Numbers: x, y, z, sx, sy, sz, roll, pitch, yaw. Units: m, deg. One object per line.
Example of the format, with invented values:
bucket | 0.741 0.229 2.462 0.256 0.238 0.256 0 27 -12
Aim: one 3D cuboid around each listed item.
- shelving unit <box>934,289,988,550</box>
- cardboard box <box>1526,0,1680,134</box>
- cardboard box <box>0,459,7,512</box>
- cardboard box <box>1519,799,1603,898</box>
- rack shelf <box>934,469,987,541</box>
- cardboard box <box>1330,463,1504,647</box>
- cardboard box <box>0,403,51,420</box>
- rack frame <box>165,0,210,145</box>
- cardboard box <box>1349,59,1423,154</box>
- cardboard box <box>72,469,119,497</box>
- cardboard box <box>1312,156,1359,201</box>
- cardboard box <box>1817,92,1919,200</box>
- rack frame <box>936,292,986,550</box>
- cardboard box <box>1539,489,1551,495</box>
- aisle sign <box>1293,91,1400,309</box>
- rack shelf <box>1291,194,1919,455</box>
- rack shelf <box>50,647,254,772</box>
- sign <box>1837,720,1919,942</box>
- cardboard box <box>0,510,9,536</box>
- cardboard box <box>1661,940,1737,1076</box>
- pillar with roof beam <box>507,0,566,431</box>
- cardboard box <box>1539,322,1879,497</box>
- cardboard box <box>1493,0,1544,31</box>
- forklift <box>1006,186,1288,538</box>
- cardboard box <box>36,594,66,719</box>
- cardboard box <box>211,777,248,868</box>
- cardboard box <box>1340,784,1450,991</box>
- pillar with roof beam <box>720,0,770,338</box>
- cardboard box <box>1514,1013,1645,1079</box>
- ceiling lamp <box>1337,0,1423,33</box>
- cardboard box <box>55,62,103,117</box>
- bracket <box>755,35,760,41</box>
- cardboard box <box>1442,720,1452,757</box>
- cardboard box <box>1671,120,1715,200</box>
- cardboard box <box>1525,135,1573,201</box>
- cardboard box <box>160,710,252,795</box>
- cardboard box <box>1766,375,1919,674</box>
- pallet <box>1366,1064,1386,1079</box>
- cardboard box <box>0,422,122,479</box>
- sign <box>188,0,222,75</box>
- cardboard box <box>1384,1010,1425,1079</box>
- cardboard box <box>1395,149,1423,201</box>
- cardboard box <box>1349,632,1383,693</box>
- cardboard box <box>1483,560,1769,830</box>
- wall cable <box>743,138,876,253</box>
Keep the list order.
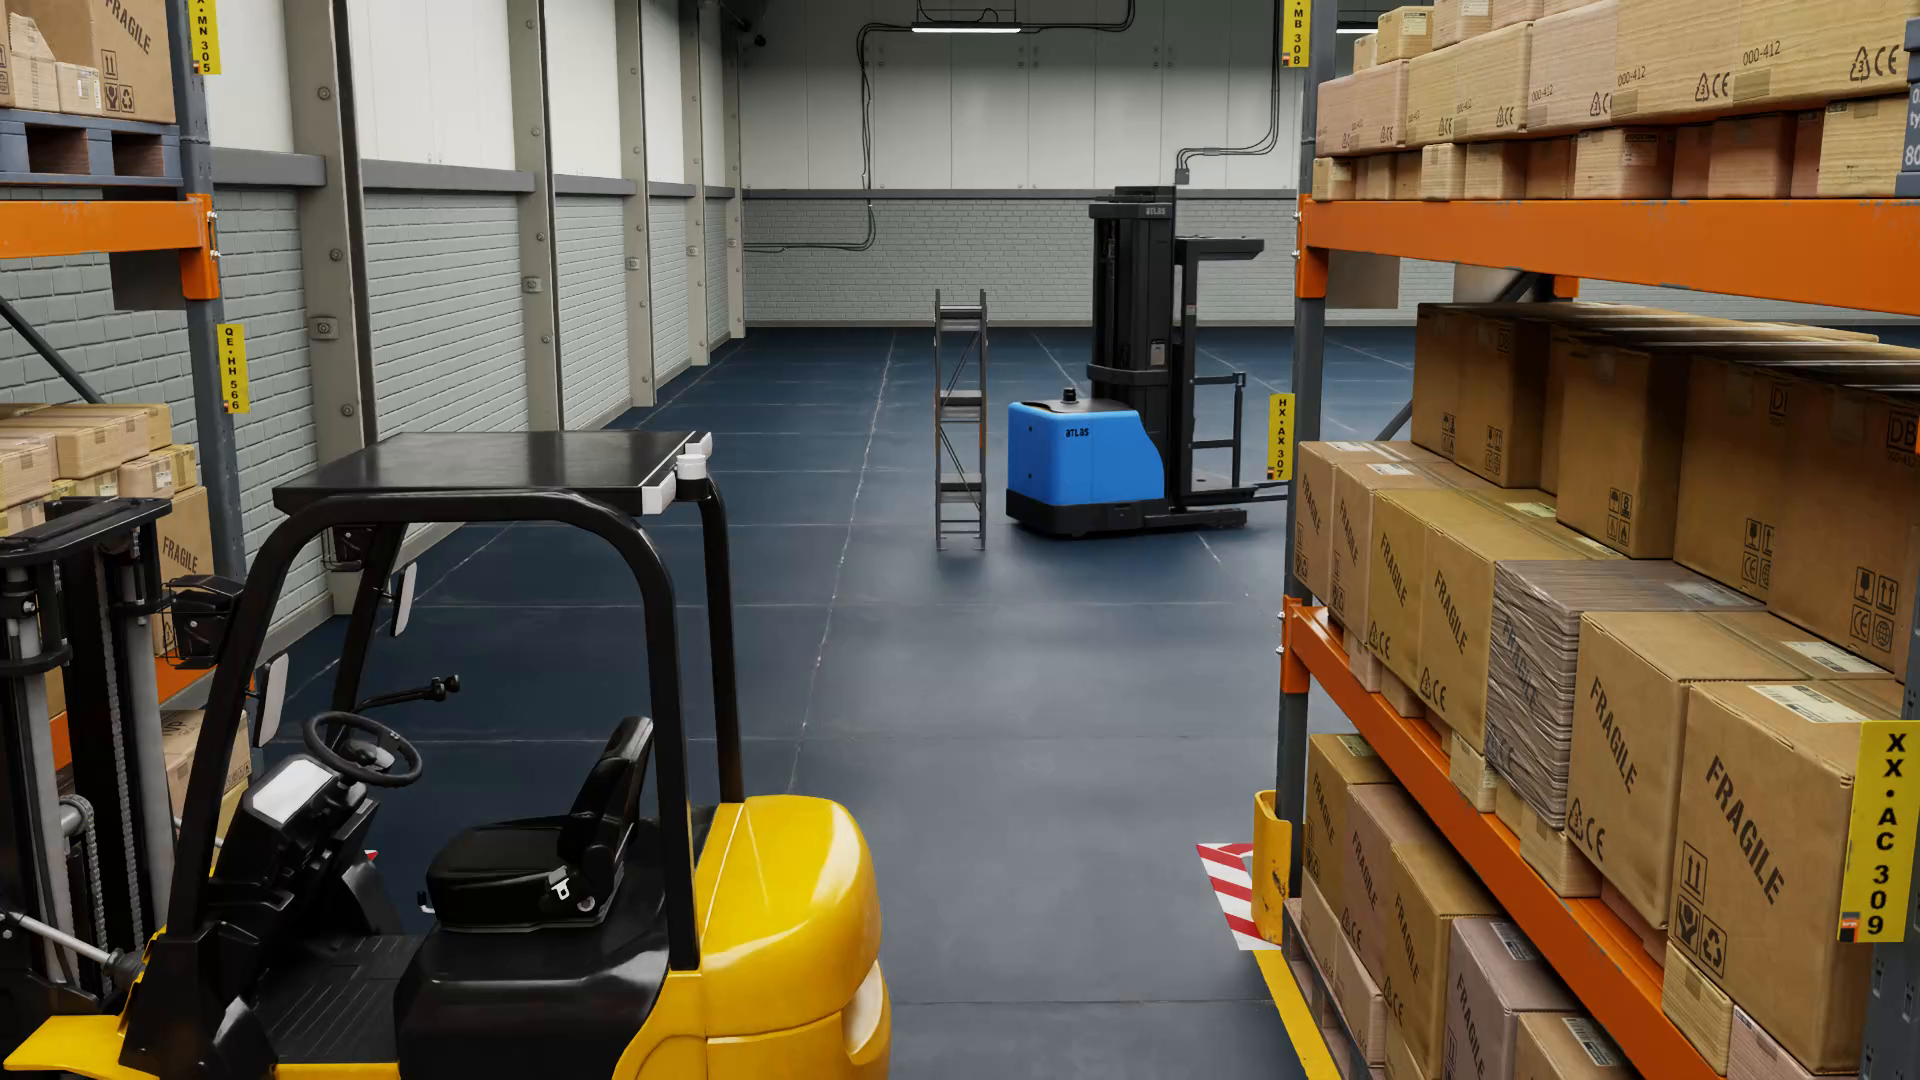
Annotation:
shelving unit | 0.003 -0.996 13.688 0.431 2.100 0.503 0 11 -1
cardboard box | 1.549 -1.001 3.536 0.500 0.250 0.500 0 11 -2
cardboard box | -2.866 -0.134 4.542 0.380 0.149 0.250 0 11 0
cardboard box | 1.499 0.688 3.756 0.380 0.149 0.250 0 11 -2
rack shelf | 0.003 -0.297 13.830 0.431 0.518 0.480 0 11 -1
cardboard box | 1.498 0.038 5.329 0.500 0.500 0.500 0 11 1
cardboard box | -3.417 -0.390 5.804 0.380 0.149 0.250 0 11 -2
rack frame | -3.211 -2.885 5.645 1.000 3.000 0.127 0 11 -1
cardboard box | 1.496 -1.307 5.041 0.500 0.250 0.500 0 11 -2
cardboard box | -2.944 -0.141 5.328 0.380 0.149 0.250 0 11 0
cardboard box | 1.434 -1.245 5.741 0.380 0.149 0.250 0 11 -1
cardboard box | 1.522 -0.579 2.457 0.380 0.149 0.250 0 11 -1
rack frame | 0.008 -0.948 13.449 0.400 2.100 0.015 0 11 -1
cardboard box | 2.044 0.046 5.289 0.500 0.500 0.500 0 11 -1
aisle sign | 1.441 -1.251 6.142 0.394 0.787 0.004 0 11 -1
rack shelf | 1.793 -0.686 4.159 1.077 0.370 4.000 0 11 -1
rack shelf | -3.170 0.806 4.353 1.077 0.370 4.000 0 11 -1
sign | 1.292 0.409 2.322 0.100 0.325 0.005 0 11 -1
cardboard box | -2.873 0.011 4.577 0.380 0.149 0.250 0 11 -1
cardboard box | 1.511 0.840 3.004 0.380 0.149 0.250 0 11 0
pillar with roof beam | -0.041 -5.146 16.790 9.100 9.000 0.400 0 11 -1
cardboard box | 2.097 -0.348 4.717 0.700 0.500 0.500 0 11 -2
cardboard box | 1.482 -1.278 3.897 0.380 0.149 0.250 0 11 0
forklift | 1.979 -1.619 14.668 3.031 2.935 1.130 -5 12 -21
cardboard box | -2.926 0.308 4.744 0.500 0.500 0.500 0 11 -2
cardboard box | -2.888 1.048 5.953 0.500 0.250 0.500 0 11 -2
cardboard box | 1.508 1.079 5.171 0.500 0.500 0.500 -1 11 -3
pillar with roof beam | -0.413 -8.724 34.427 9.100 9.000 0.548 0 11 -1
cardboard box | 1.542 1.386 3.656 0.500 0.500 0.500 0 11 0
ceiling lamp | 7.499 -10.849 30.219 2.000 3.185 0.800 0 11 -1
cardboard box | -2.890 -1.383 5.111 0.380 0.149 0.250 -1 11 -3
bracket | -4.408 -10.908 36.139 0.076 0.066 3.189 0 11 -1
cardboard box | 1.535 0.536 4.506 0.380 0.149 0.250 -1 11 -3
cardboard box | 1.618 -0.731 3.205 0.380 0.149 0.250 -1 11 -3
cardboard box | 1.586 -0.887 3.973 0.380 0.149 0.250 0 11 -2
cardboard box | -2.889 0.797 5.929 0.500 0.250 0.500 0 11 1
cardboard box | 2.053 -0.045 3.224 0.700 0.500 0.500 0 11 -1
pallet | 1.757 1.820 4.559 1.003 0.211 1.213 0 11 -1
cardboard box | -2.924 -0.286 5.294 0.380 0.149 0.250 0 11 0
sign | -2.668 -1.809 5.861 0.100 0.325 0.005 0 11 -1
cardboard box | 1.519 1.547 4.747 0.500 0.250 0.500 1 11 3
cardboard box | 1.530 -1.092 4.983 0.380 0.149 0.250 0 11 -2
cardboard box | 1.455 0.380 5.275 0.380 0.149 0.250 0 11 0
cardboard box | 1.544 0.342 3.830 0.500 0.500 0.500 0 11 0
wall cable | -3.456 -7.775 37.561 3.097 2.526 0.112 0 11 -1
